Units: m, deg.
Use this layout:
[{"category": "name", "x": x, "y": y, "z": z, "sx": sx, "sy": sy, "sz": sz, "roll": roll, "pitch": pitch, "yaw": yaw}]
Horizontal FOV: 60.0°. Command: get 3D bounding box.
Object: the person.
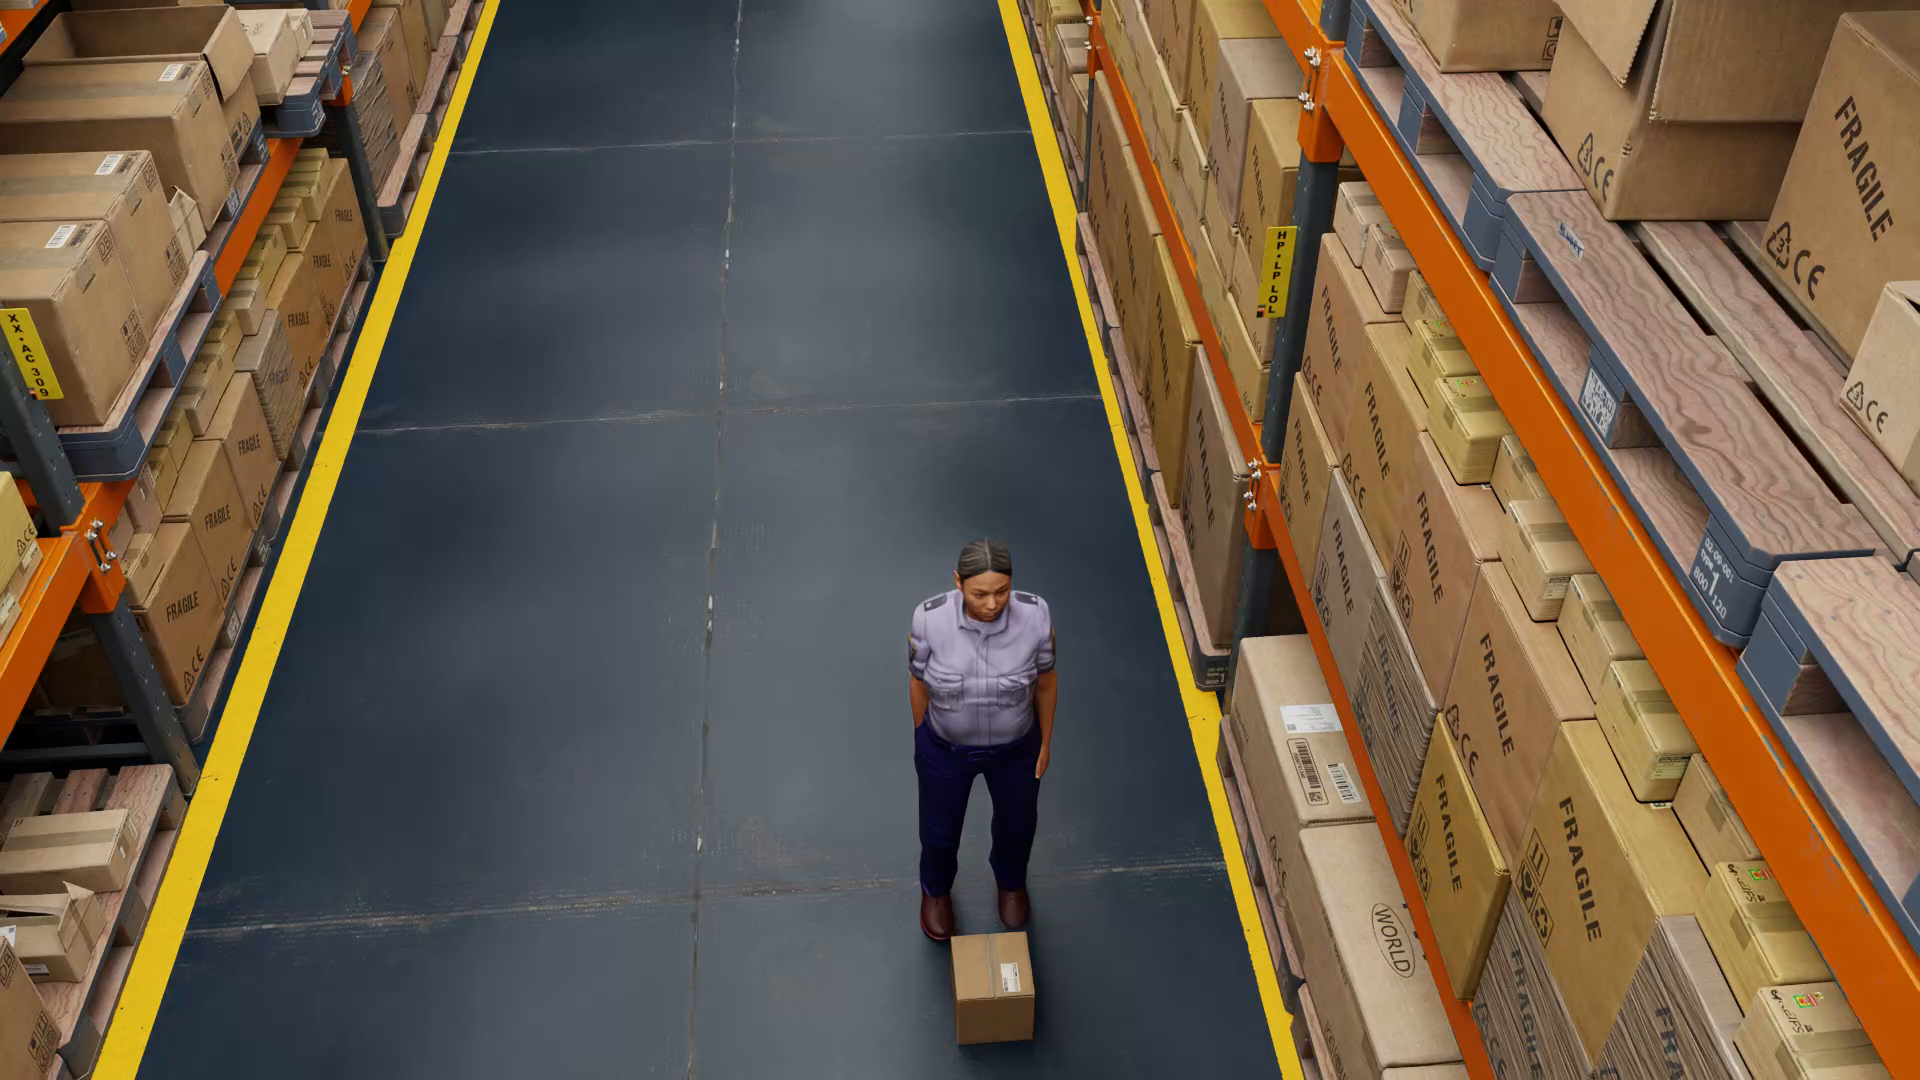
[{"category": "person", "x": 0.076, "y": 0.674, "z": 5.388, "sx": 0.469, "sy": 1.639, "sz": 0.342, "roll": -2, "pitch": 39, "yaw": -3}]
